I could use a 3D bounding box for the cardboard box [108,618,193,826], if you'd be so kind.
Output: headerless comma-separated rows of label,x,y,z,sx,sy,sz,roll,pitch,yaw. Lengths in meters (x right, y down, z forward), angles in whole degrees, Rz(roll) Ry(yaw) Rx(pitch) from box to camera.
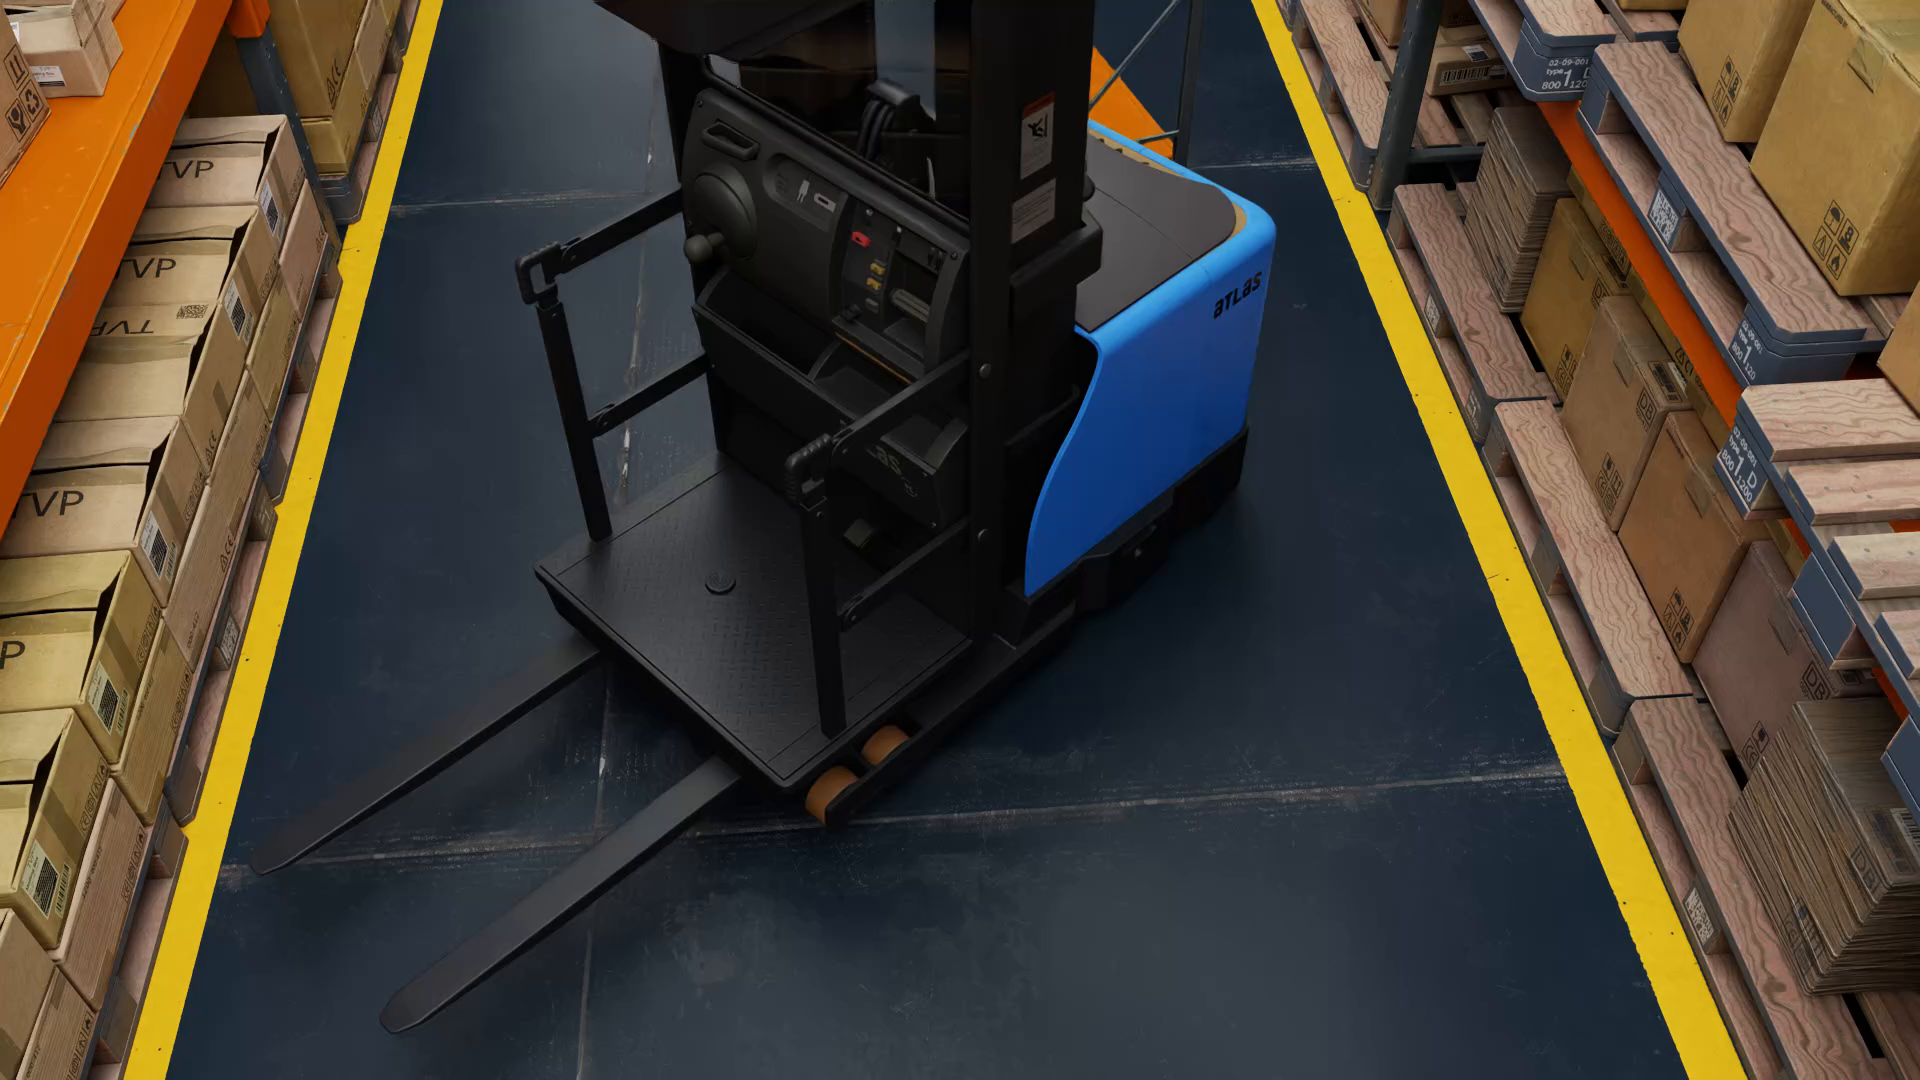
cardboard box,-2.343,0.488,4.327,0.500,0.250,0.500,-5,47,-4

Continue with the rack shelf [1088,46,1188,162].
rack shelf,0.343,-1.508,5.893,0.538,0.185,1.000,-15,48,-14

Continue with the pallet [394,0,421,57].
pallet,-2.964,-2.575,7.543,1.003,0.211,1.213,-3,47,-3

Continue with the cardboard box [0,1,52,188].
cardboard box,-2.742,-1.168,4.221,0.500,0.500,0.500,0,47,0

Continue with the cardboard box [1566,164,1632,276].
cardboard box,2.221,-1.075,5.104,0.500,0.250,0.500,-4,47,-4

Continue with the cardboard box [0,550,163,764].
cardboard box,-2.343,0.286,4.132,0.500,0.311,0.500,-5,47,-4

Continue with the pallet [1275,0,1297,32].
pallet,1.905,-2.785,7.742,1.003,0.211,1.213,-3,47,-3

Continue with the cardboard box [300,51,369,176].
cardboard box,-2.571,-1.624,6.327,0.500,0.250,0.500,-3,47,-3

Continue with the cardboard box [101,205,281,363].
cardboard box,-2.464,-0.811,5.171,0.500,0.311,0.500,-2,47,-2

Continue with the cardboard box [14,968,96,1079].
cardboard box,-2.250,1.227,3.626,0.500,0.250,0.500,-4,47,-3

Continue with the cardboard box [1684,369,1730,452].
cardboard box,2.291,-0.336,4.405,0.500,0.250,0.500,-4,47,-3

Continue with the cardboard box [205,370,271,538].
cardboard box,-2.426,-0.251,5.027,0.500,0.250,0.500,-3,47,-2

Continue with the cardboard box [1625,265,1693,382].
cardboard box,2.268,-0.698,4.748,0.500,0.250,0.500,-5,47,-4

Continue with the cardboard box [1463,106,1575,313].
cardboard box,2.180,-1.135,5.678,0.700,0.500,0.500,-2,47,-2

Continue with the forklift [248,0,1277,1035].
forklift,-0.491,-0.658,3.855,1.130,2.935,3.031,36,56,29

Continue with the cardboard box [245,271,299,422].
cardboard box,-2.470,-0.622,5.377,0.500,0.250,0.500,-4,47,-4

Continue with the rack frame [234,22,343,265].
rack frame,-2.834,-2.071,5.146,1.000,3.000,0.127,-3,47,-3

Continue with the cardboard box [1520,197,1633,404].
cardboard box,2.274,-0.764,5.327,0.700,0.500,0.500,-4,47,-4

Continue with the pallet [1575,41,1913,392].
pallet,2.230,-0.845,4.116,1.003,0.211,1.213,-3,47,-3

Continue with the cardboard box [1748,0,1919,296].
cardboard box,2.261,-0.906,3.670,0.700,0.500,0.500,-3,47,-3

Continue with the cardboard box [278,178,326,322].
cardboard box,-2.510,-0.988,5.724,0.500,0.250,0.500,-4,47,-4

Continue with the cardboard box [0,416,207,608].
cardboard box,-2.387,-0.086,4.484,0.500,0.311,0.500,-4,47,-4

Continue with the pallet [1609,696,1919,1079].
pallet,2.373,0.913,4.240,1.003,0.211,1.213,-3,47,-3

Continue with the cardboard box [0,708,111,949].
cardboard box,-2.303,0.655,3.782,0.500,0.311,0.500,-5,47,-4

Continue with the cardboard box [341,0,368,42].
cardboard box,-2.610,-2.244,6.397,0.500,0.500,0.500,-3,47,-3

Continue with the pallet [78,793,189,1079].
pallet,-2.529,1.184,3.983,1.003,0.211,1.213,-3,47,-3

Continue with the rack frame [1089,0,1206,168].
rack frame,0.520,-1.285,5.434,0.500,1.500,0.032,-15,48,-14

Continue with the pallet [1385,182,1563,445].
pallet,2.169,-0.853,5.912,1.003,0.211,1.213,-3,47,-3

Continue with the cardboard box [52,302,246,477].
cardboard box,-2.425,-0.450,4.829,0.500,0.311,0.500,-4,47,-3

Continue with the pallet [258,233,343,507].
pallet,-2.733,-0.582,5.655,1.003,0.211,1.213,-3,47,-3

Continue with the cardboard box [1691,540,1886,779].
cardboard box,2.397,0.330,4.290,0.700,0.500,0.500,-4,47,-3

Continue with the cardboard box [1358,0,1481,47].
cardboard box,1.975,-2.415,6.890,0.500,0.500,0.500,-7,47,-6

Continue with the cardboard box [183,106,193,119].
cardboard box,-3.090,-1.592,6.297,0.500,0.250,0.500,-3,47,-3

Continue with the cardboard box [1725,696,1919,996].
cardboard box,2.325,0.710,3.931,0.700,0.500,0.500,-3,47,-3

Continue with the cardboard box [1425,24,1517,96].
cardboard box,2.027,-1.937,6.667,0.380,0.166,0.250,-9,47,-8

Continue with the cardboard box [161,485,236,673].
cardboard box,-2.385,0.117,4.678,0.500,0.250,0.500,-3,47,-2

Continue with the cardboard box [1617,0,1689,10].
cardboard box,2.150,-1.786,4.503,0.700,0.500,0.500,1,47,1

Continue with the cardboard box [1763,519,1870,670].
cardboard box,2.339,0.036,4.053,0.500,0.250,0.500,-3,47,-3

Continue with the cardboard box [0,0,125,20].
cardboard box,-2.749,-1.666,4.865,0.500,0.250,0.500,-1,47,-1

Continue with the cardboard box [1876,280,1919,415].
cardboard box,2.314,-0.409,3.199,0.700,0.500,0.500,-7,47,-7

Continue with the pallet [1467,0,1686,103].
pallet,2.021,-1.747,4.971,1.003,0.211,1.213,-3,47,-3

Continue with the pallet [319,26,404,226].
pallet,-2.859,-1.690,6.705,1.003,0.211,1.213,-3,47,-3

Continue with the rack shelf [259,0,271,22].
rack shelf,-3.001,-3.271,6.777,1.077,0.370,4.000,-3,47,-3

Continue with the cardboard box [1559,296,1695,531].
cardboard box,2.276,-0.393,4.975,0.700,0.500,0.500,-3,47,-3

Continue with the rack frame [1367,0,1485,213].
rack frame,2.102,-2.375,5.433,1.000,3.000,0.127,-3,47,-3

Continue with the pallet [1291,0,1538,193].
pallet,2.011,-1.900,6.904,1.003,0.211,1.213,-3,47,-3

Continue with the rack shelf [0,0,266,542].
rack shelf,-2.666,-0.377,4.036,1.077,0.370,4.000,-3,47,-3

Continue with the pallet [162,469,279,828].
pallet,-2.628,0.303,4.817,1.003,0.211,1.213,-3,47,-3

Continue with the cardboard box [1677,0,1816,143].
cardboard box,2.237,-1.311,4.054,0.700,0.500,0.500,2,47,2

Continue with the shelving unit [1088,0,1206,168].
shelving unit,0.346,-1.625,5.756,0.587,1.500,1.083,-15,48,-14

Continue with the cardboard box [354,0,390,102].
cardboard box,-2.607,-1.986,6.670,0.500,0.250,0.500,-3,47,-3

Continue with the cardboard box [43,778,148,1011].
cardboard box,-2.293,0.864,3.971,0.500,0.250,0.500,-5,47,-4

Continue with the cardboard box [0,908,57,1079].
cardboard box,-2.250,1.034,3.423,0.500,0.311,0.500,-2,47,-2

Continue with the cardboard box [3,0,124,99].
cardboard box,-2.577,-1.400,4.602,0.396,0.266,0.258,-5,47,-4

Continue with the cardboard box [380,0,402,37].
cardboard box,-2.644,-2.348,7.012,0.500,0.250,0.500,-3,47,-3

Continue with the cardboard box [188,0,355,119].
cardboard box,-2.561,-1.882,6.055,0.500,0.500,0.500,-3,47,-3

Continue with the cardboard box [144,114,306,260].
cardboard box,-2.514,-1.187,5.527,0.500,0.311,0.500,-3,47,-3

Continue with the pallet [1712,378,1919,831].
pallet,2.271,0.076,3.244,1.213,0.211,1.003,-3,47,-3

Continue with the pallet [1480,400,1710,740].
pallet,2.274,0.032,5.074,1.003,0.211,1.213,-3,47,-3

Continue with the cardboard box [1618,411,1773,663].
cardboard box,2.328,-0.028,4.629,0.700,0.500,0.500,-4,47,-4
